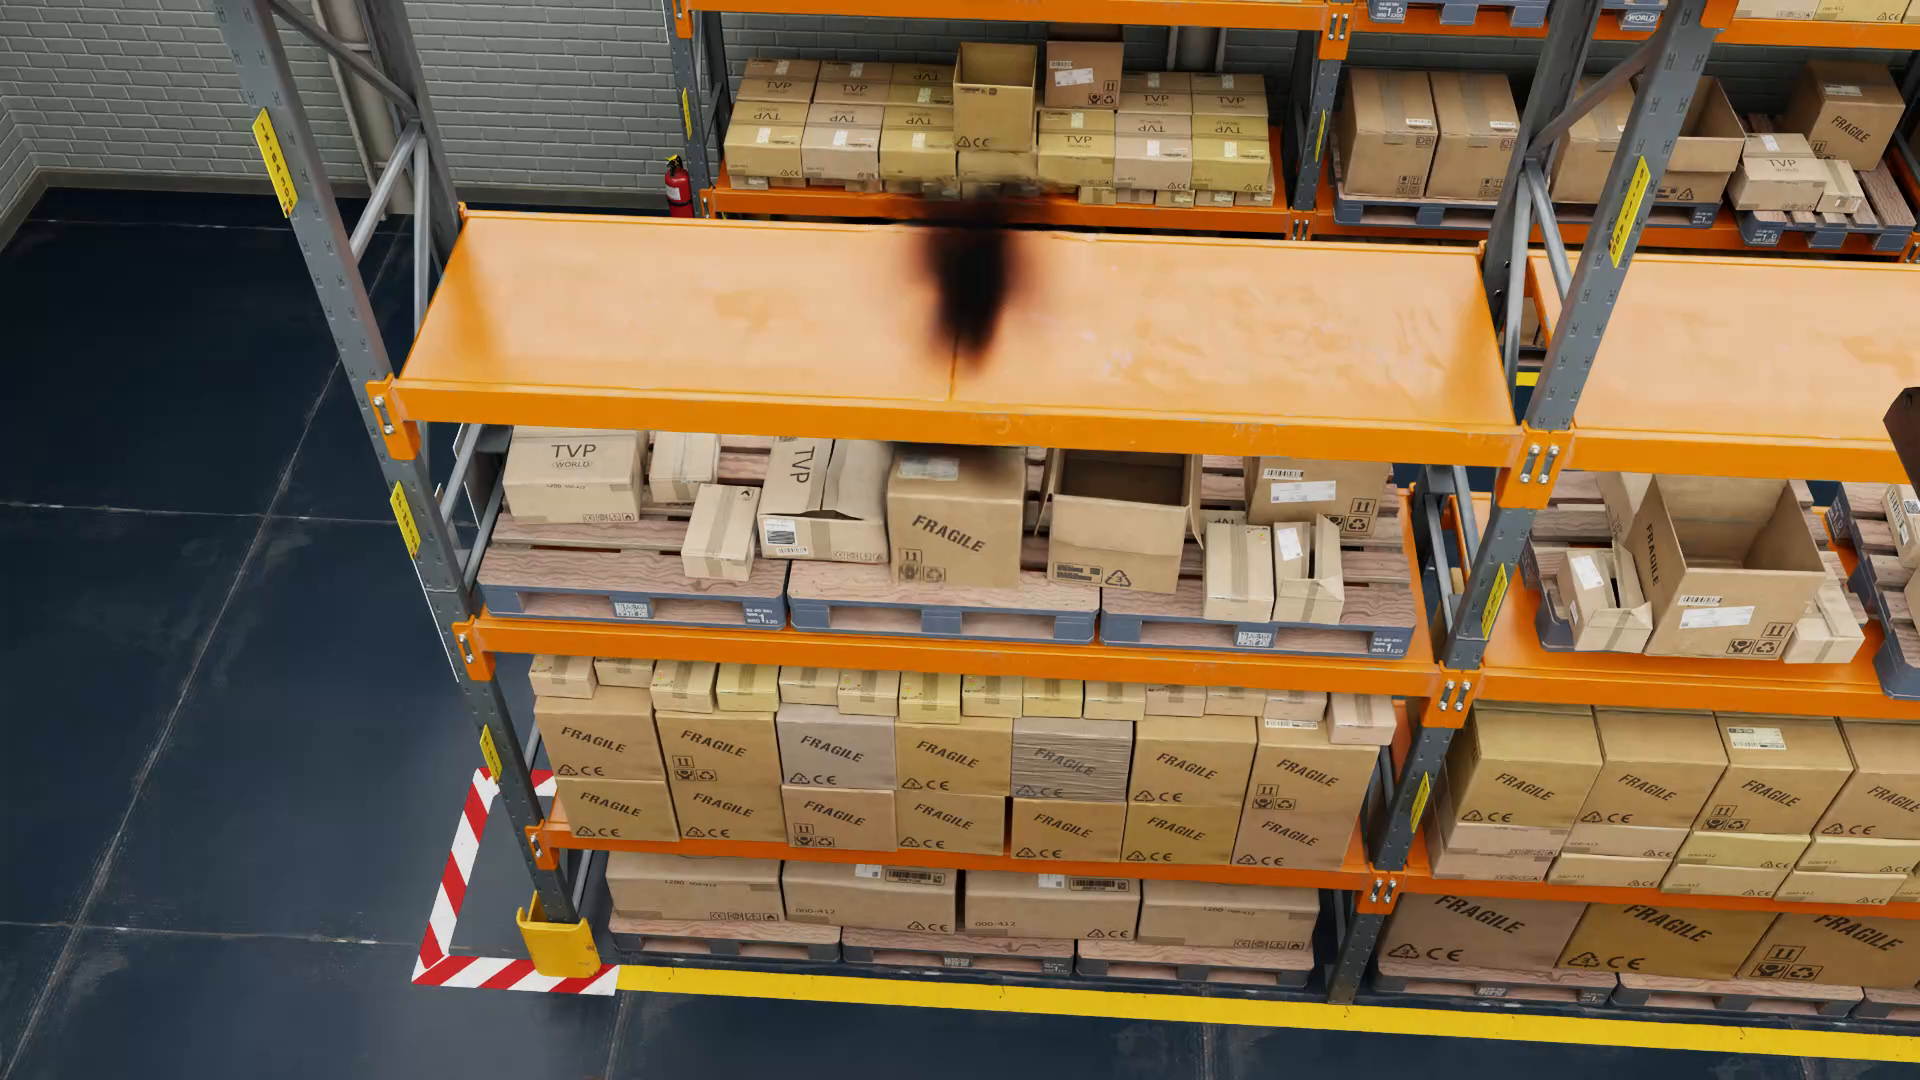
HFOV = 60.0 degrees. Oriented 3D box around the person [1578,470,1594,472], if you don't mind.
[{"bbox_3d":[14.415,-3.818,8.113,22.421,8.961,1.077,-5,48,-5],"label":"person"}]
